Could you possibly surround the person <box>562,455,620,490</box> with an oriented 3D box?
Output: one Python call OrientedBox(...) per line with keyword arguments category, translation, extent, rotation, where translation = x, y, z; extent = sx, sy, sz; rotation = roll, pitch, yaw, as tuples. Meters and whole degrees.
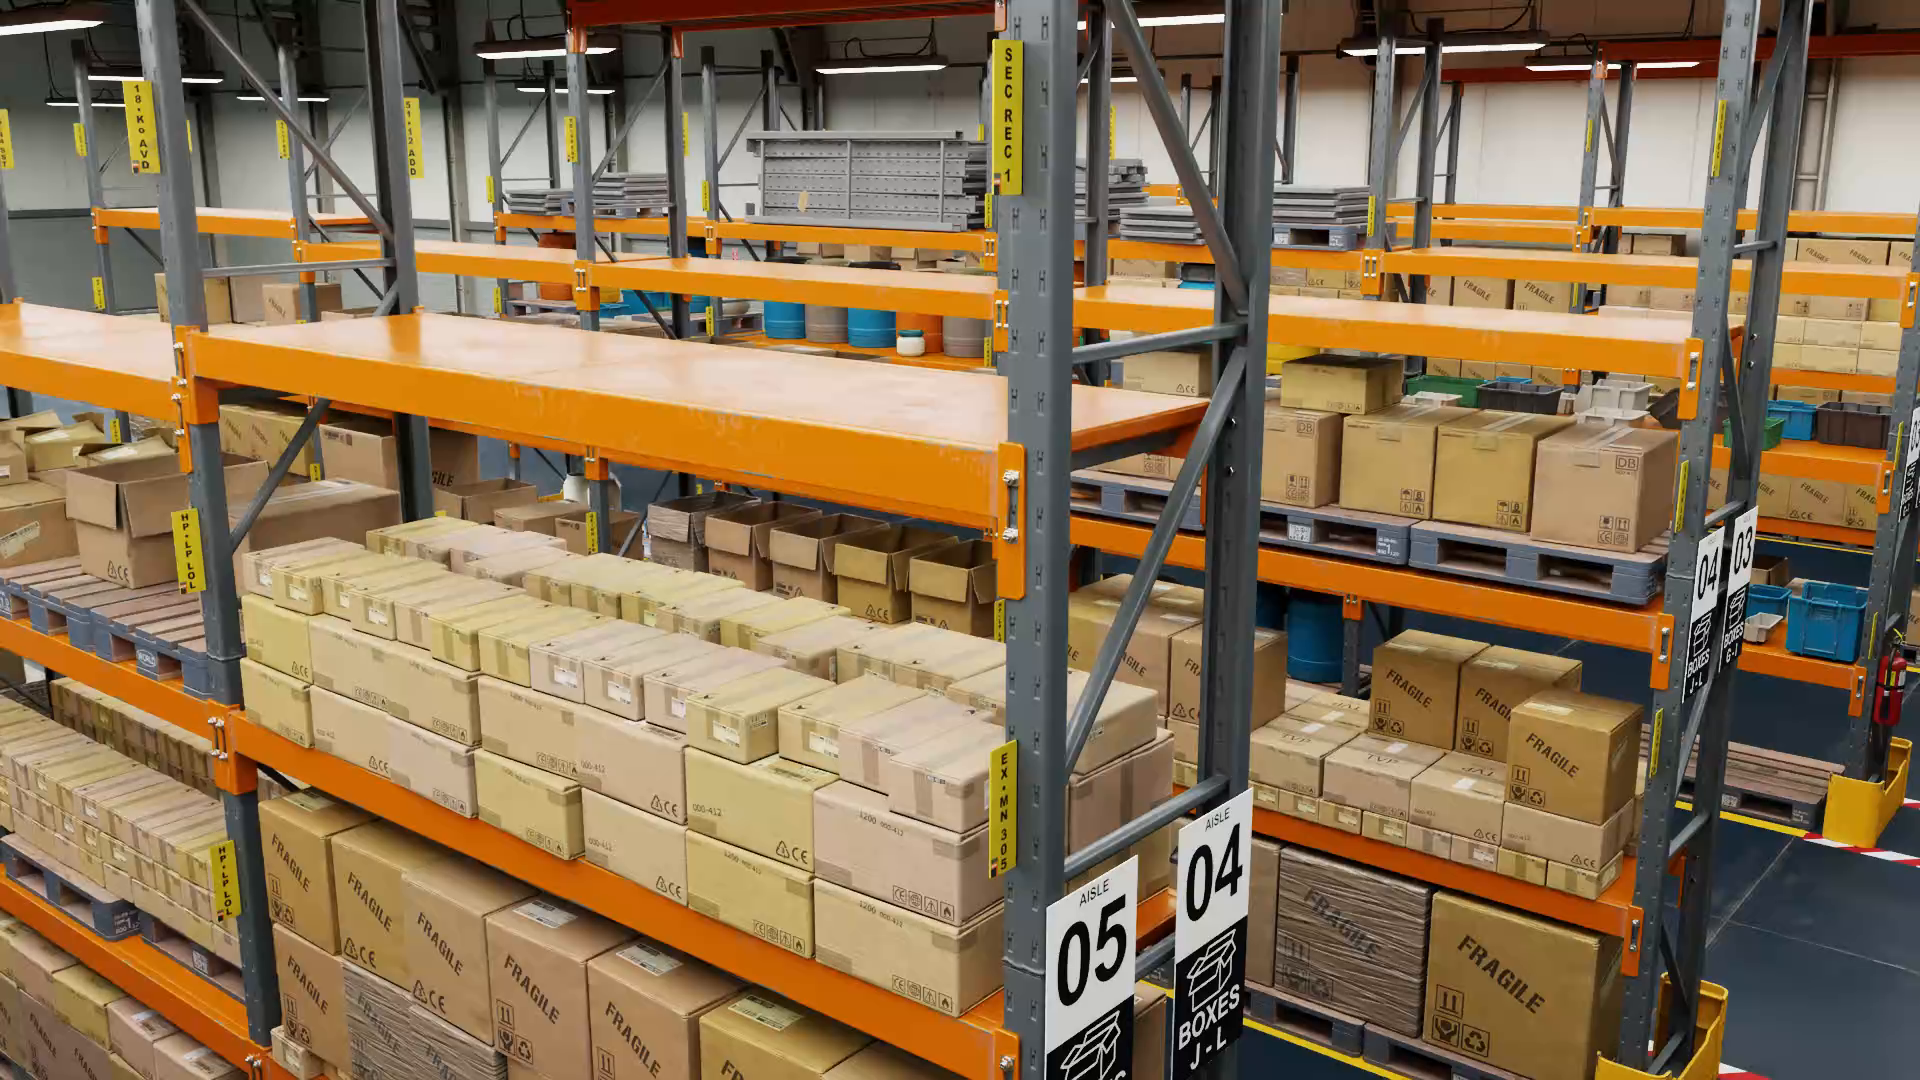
OrientedBox(category="person", translation=(-5.350, -1.413, 23.854), extent=(0.881, 1.550, 0.454), rotation=(4, 14, 15))
